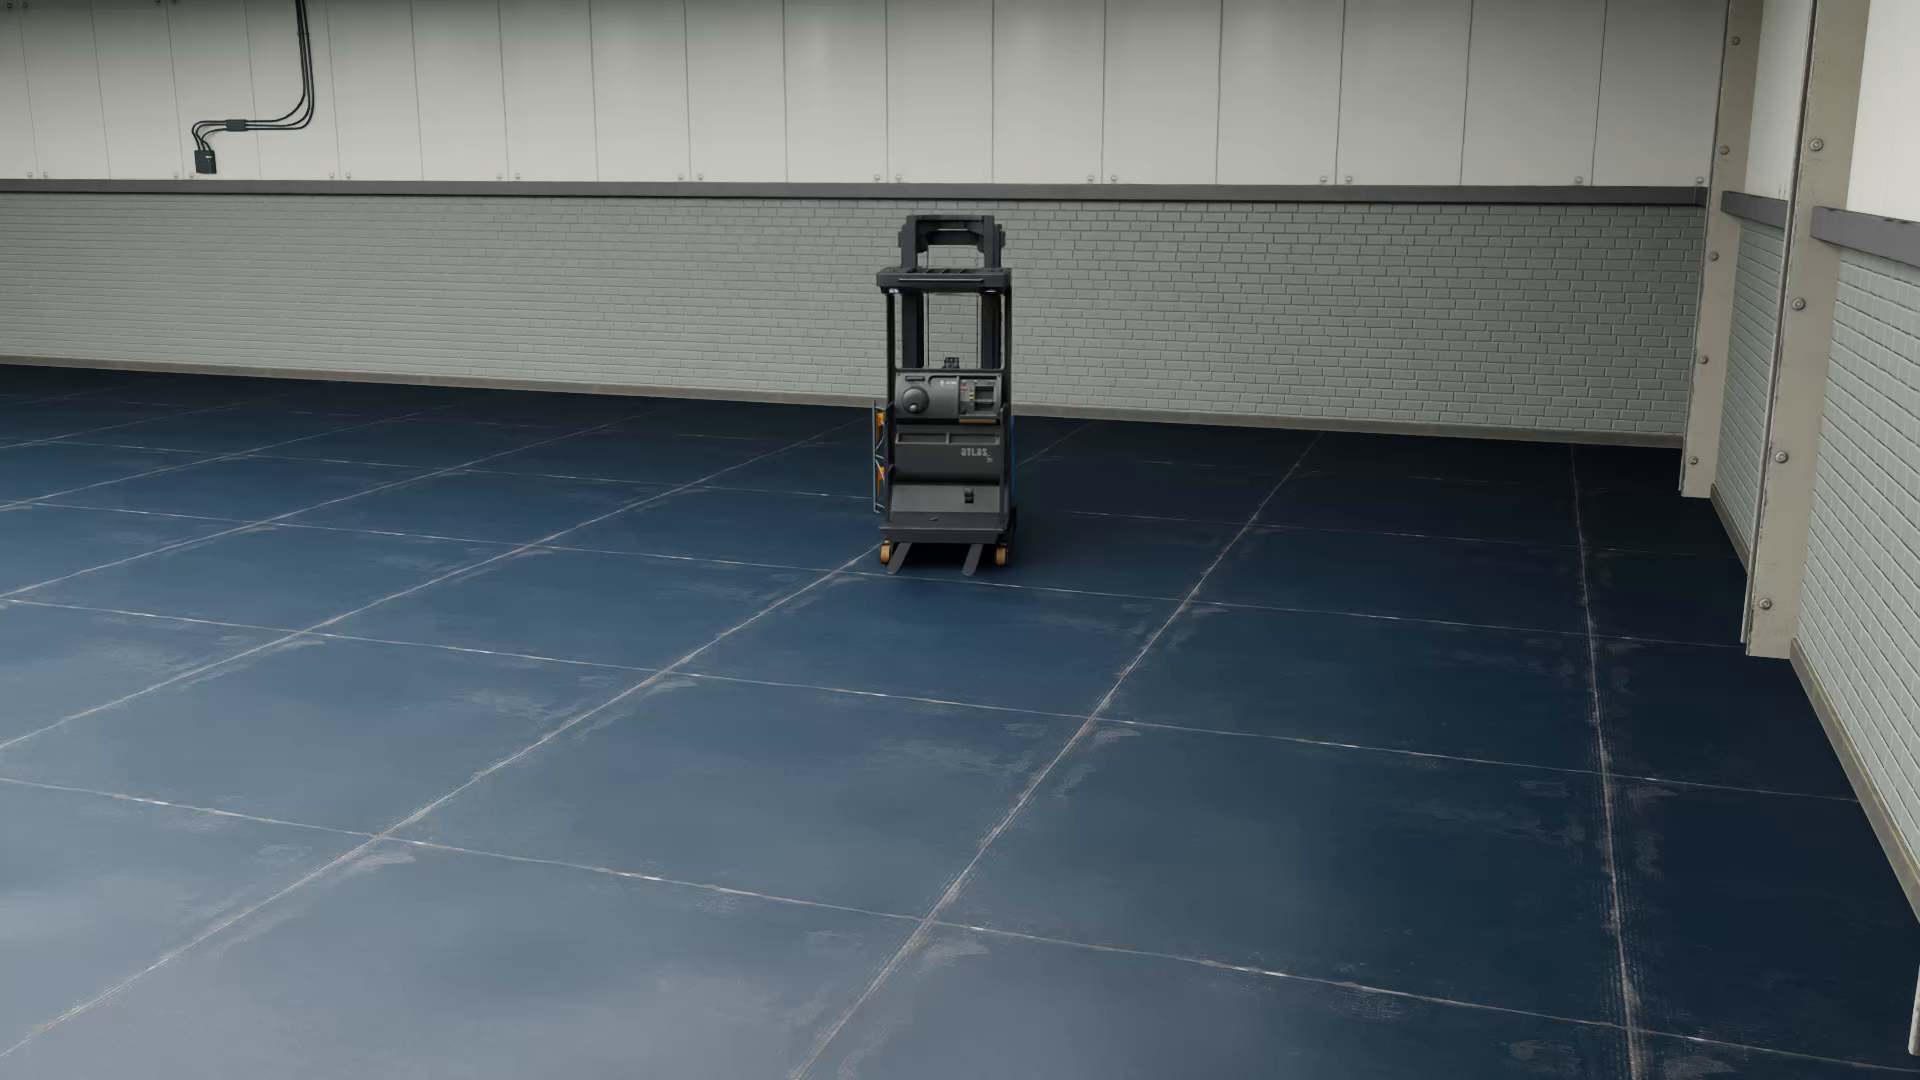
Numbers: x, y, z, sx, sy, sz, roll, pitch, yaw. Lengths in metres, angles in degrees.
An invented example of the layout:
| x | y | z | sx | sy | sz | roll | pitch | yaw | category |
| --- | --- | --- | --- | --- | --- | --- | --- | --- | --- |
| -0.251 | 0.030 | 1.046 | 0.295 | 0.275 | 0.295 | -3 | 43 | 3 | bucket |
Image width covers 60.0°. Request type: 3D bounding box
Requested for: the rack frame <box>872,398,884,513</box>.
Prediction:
| x | y | z | sx | sy | sz | roll | pitch | yaw | category |
| --- | --- | --- | --- | --- | --- | --- | --- | --- | --- |
| -0.725 | -0.787 | 16.171 | 0.032 | 1.125 | 0.500 | -7 | 15 | -28 | rack frame |

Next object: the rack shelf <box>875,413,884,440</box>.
| x | y | z | sx | sy | sz | roll | pitch | yaw | category |
| --- | --- | --- | --- | --- | --- | --- | --- | --- | --- |
| -0.279 | -1.127 | 16.343 | 1.000 | 0.278 | 0.538 | -7 | 15 | -28 | rack shelf |

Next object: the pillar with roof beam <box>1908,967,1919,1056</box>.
| x | y | z | sx | sy | sz | roll | pitch | yaw | category |
| --- | --- | --- | --- | --- | --- | --- | --- | --- | --- |
| -0.271 | -2.653 | 6.651 | 9.100 | 9.000 | 0.400 | 4 | 14 | 18 | pillar with roof beam |

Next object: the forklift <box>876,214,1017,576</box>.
| x | y | z | sx | sy | sz | roll | pitch | yaw | category |
| --- | --- | --- | --- | --- | --- | --- | --- | --- | --- |
| -0.115 | -1.280 | 14.270 | 1.130 | 2.935 | 3.031 | 1 | 13 | 5 | forklift |

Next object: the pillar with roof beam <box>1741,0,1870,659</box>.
| x | y | z | sx | sy | sz | roll | pitch | yaw | category |
| --- | --- | --- | --- | --- | --- | --- | --- | --- | --- |
| 1.670 | -3.916 | 12.186 | 9.100 | 9.000 | 0.400 | 4 | 14 | 18 | pillar with roof beam |

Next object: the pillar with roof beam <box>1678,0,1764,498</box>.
| x | y | z | sx | sy | sz | roll | pitch | yaw | category |
| --- | --- | --- | --- | --- | --- | --- | --- | --- | --- |
| 3.612 | -5.180 | 17.721 | 9.100 | 9.000 | 0.400 | 4 | 14 | 18 | pillar with roof beam |

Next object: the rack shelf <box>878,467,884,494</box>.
| x | y | z | sx | sy | sz | roll | pitch | yaw | category |
| --- | --- | --- | --- | --- | --- | --- | --- | --- | --- |
| -0.279 | -0.603 | 16.463 | 1.000 | 0.278 | 0.538 | -7 | 15 | -28 | rack shelf |

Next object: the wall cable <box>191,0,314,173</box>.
| x | y | z | sx | sy | sz | roll | pitch | yaw | category |
| --- | --- | --- | --- | --- | --- | --- | --- | --- | --- |
| -10.939 | -8.634 | 25.212 | 2.305 | 6.003 | 0.169 | 4 | 14 | 18 | wall cable |

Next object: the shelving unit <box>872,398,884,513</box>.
| x | y | z | sx | sy | sz | roll | pitch | yaw | category |
| --- | --- | --- | --- | --- | --- | --- | --- | --- | --- |
| -0.279 | -0.841 | 16.408 | 1.048 | 1.125 | 0.538 | -7 | 15 | -28 | shelving unit |
